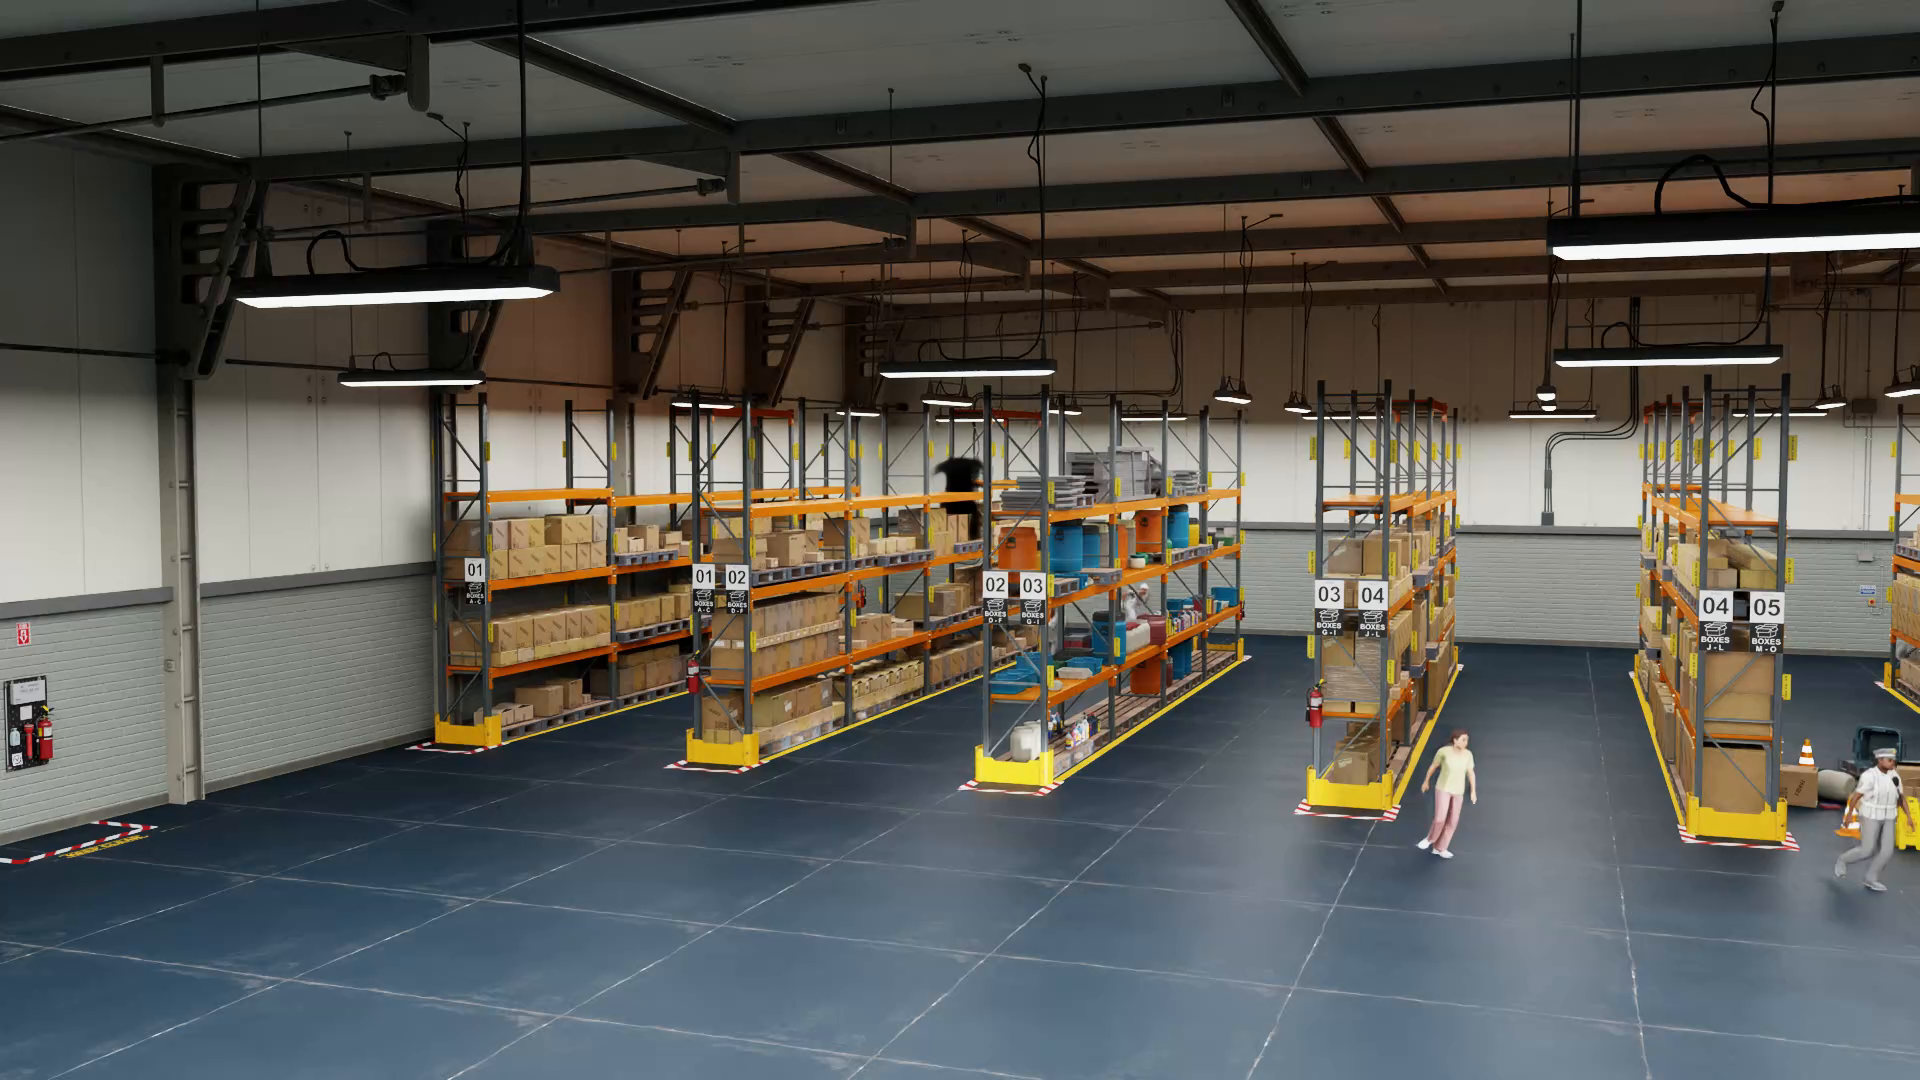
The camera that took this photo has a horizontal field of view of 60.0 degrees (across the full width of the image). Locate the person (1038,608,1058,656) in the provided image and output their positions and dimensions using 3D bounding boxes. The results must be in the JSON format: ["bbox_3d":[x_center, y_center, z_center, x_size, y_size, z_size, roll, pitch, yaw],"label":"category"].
[{"bbox_3d":[2.030,2.264,37.126,0.520,1.553,0.642,1,3,12],"label":"person"}]

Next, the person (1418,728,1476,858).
[{"bbox_3d":[6.002,3.099,20.473,0.622,1.634,0.527,0,3,-7],"label":"person"}]

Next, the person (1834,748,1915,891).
[{"bbox_3d":[10.429,3.166,18.991,0.626,1.649,0.667,0,3,-8],"label":"person"}]

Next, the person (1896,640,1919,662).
[{"bbox_3d":[20.663,2.198,36.142,0.677,1.785,0.635,1,3,22],"label":"person"}]

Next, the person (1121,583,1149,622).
[{"bbox_3d":[4.581,1.890,44.134,0.662,1.539,1.175,-2,4,-36],"label":"person"}]
